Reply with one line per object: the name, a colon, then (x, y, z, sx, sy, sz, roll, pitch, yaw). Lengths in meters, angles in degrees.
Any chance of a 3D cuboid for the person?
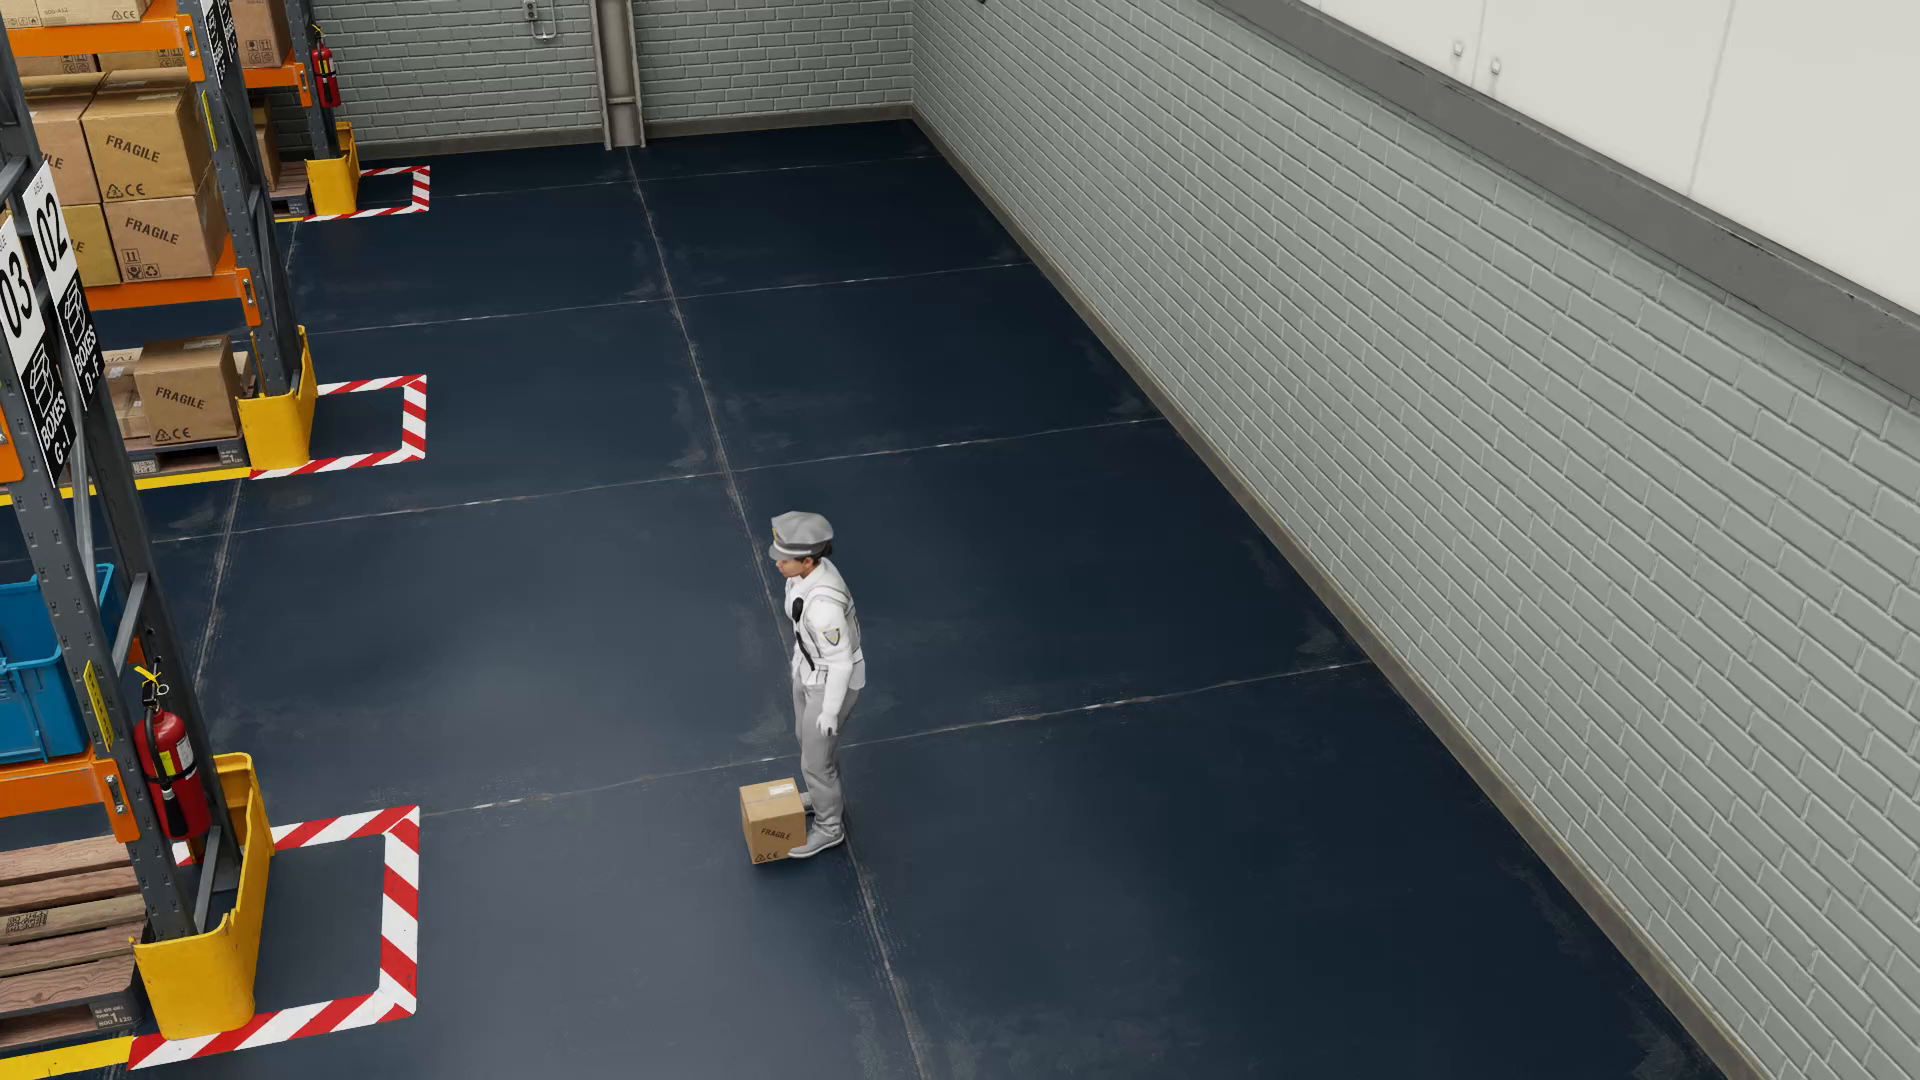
person: (-0.625, 0.622, 7.171, 0.414, 1.662, 0.539, -10, 32, -16)
